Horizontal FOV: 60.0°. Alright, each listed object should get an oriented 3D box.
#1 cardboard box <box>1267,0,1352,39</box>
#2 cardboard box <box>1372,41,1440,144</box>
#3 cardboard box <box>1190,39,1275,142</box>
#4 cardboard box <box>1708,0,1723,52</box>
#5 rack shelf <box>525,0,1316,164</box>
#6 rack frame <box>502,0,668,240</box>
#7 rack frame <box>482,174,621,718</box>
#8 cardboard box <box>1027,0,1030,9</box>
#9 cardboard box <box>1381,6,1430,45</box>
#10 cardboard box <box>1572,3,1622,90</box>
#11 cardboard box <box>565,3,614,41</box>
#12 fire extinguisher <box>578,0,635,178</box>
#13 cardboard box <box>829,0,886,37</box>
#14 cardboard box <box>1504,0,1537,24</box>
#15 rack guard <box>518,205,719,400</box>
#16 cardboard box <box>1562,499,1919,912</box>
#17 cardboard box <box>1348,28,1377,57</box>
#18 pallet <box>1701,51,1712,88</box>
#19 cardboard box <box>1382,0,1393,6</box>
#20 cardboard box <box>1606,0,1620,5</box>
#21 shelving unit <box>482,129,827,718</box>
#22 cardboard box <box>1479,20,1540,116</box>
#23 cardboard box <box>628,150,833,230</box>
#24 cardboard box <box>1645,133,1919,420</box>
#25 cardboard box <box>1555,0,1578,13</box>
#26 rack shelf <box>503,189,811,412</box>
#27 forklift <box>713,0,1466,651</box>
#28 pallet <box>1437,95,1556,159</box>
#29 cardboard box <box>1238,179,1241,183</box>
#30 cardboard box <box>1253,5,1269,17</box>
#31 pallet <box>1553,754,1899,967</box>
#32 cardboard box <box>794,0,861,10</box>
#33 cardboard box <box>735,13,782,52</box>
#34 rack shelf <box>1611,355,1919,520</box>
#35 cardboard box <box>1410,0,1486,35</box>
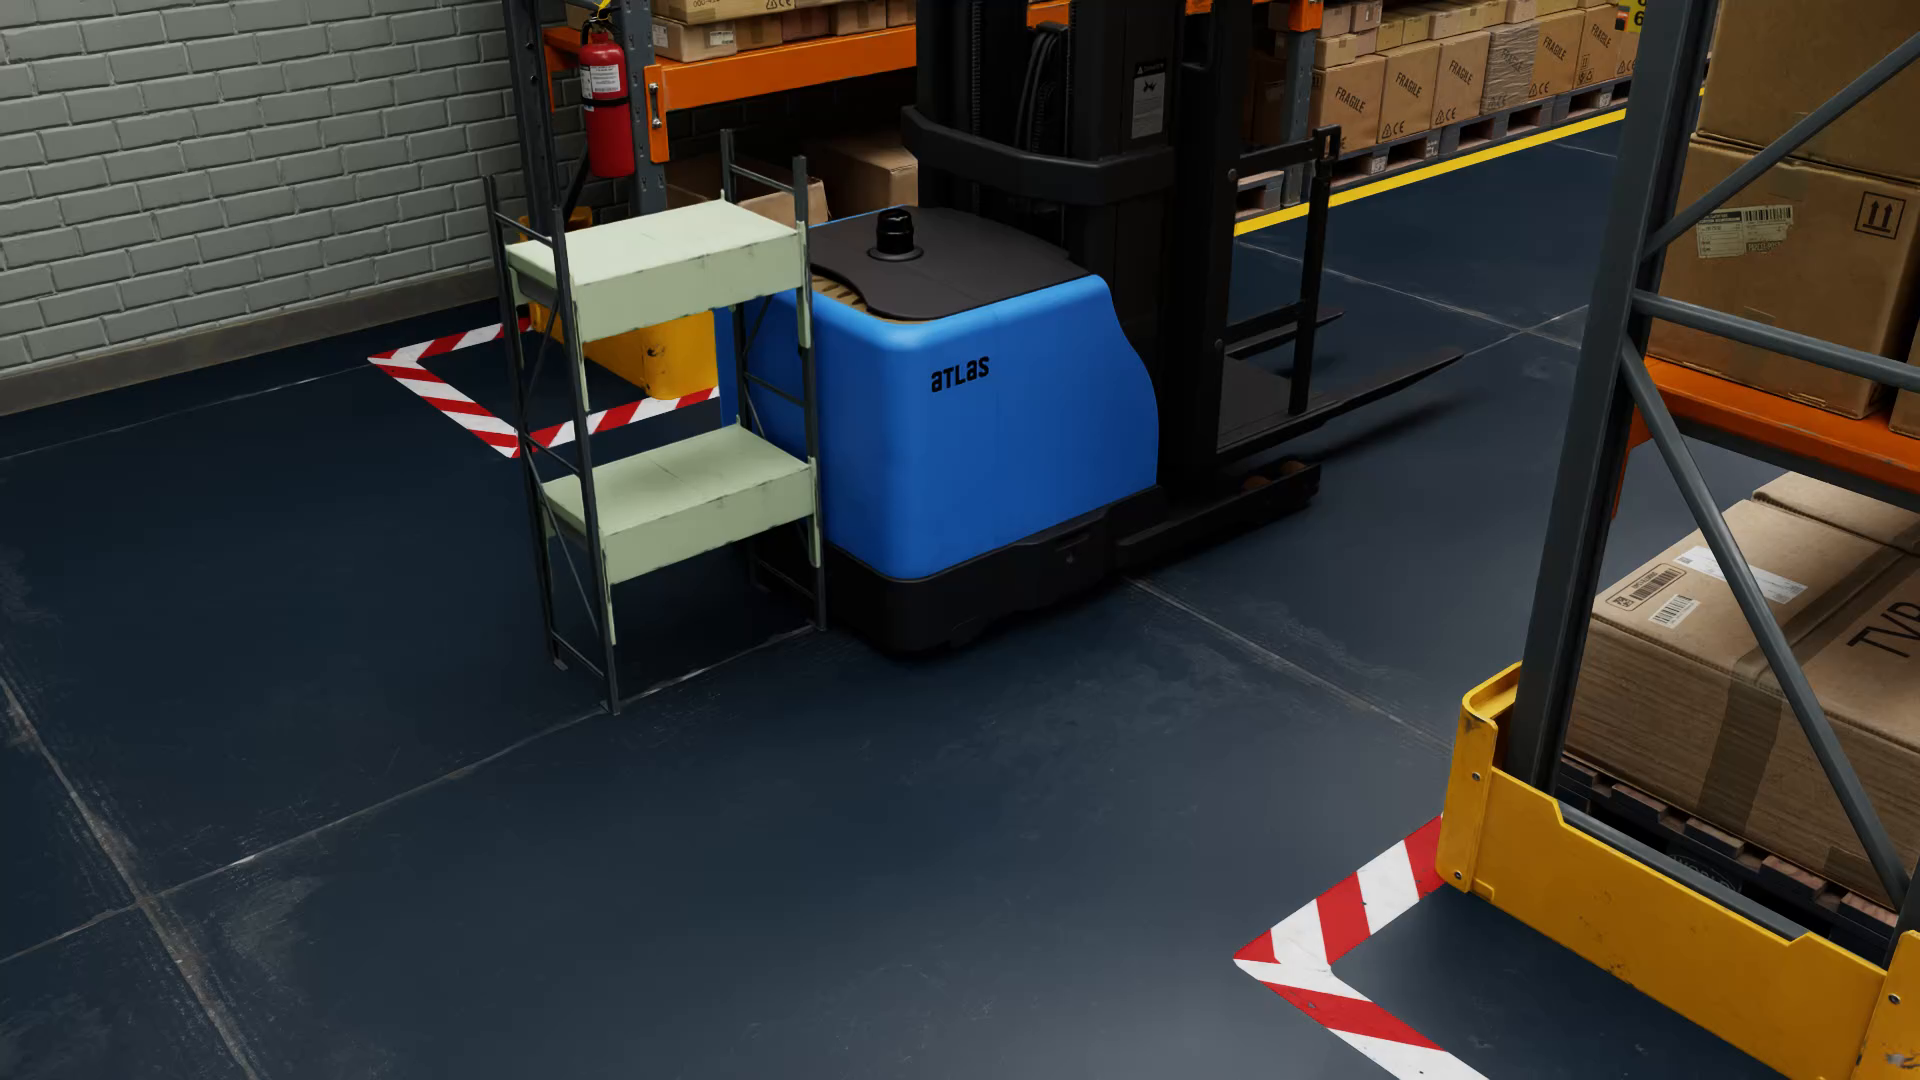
[{"bbox_3d":[1.924,-2.882,9.163,0.250,0.149,0.380,-23,35,-36],"label":"cardboard box"},{"bbox_3d":[2.430,-2.663,9.756,0.500,0.500,0.500,-22,35,-36],"label":"cardboard box"},{"bbox_3d":[1.699,-2.685,9.798,0.500,0.500,0.500,-22,35,-35],"label":"cardboard box"},{"bbox_3d":[5.044,-3.893,11.927,0.625,0.625,0.875,-21,34,-33],"label":"cardboard box"},{"bbox_3d":[-0.004,-2.417,7.853,4.000,0.370,1.077,-22,35,-35],"label":"rack shelf"},{"bbox_3d":[-1.525,-2.122,6.539,0.127,3.000,1.000,-22,35,-35],"label":"rack frame"},{"bbox_3d":[-1.116,-0.225,4.580,0.023,1.500,0.400,-21,35,-34],"label":"rack frame"},{"bbox_3d":[0.102,-2.478,7.471,0.250,0.149,0.380,-21,35,-34],"label":"cardboard box"},{"bbox_3d":[2.511,-3.013,9.724,0.250,0.149,0.380,-23,35,-36],"label":"cardboard box"},{"bbox_3d":[3.991,-3.297,10.943,0.500,0.500,0.500,-23,35,-36],"label":"cardboard box"},{"bbox_3d":[-1.448,-2.209,6.968,0.250,0.149,0.380,-22,35,-35],"label":"cardboard box"},{"bbox_3d":[-1.337,-1.713,6.251,0.183,0.674,0.296,-22,35,-35],"label":"fire extinguisher"},{"bbox_3d":[-0.524,-2.256,7.056,0.250,0.149,0.380,-21,34,-33],"label":"cardboard box"},{"bbox_3d":[3.322,-3.301,10.263,0.250,0.149,0.380,-24,36,-37],"label":"cardboard box"},{"bbox_3d":[-1.468,-1.043,7.172,0.348,0.500,1.175,-22,35,-35],"label":"rack guard"},{"bbox_3d":[2.136,0.363,4.161,0.875,0.438,0.875,-23,36,-37],"label":"cardboard box"},{"bbox_3d":[2.124,-2.842,9.403,0.250,0.149,0.380,-23,36,-36],"label":"cardboard box"},{"bbox_3d":[5.212,-3.578,12.221,1.213,0.211,1.003,-22,35,-35],"label":"pallet"},{"bbox_3d":[2.409,-3.243,10.155,0.250,0.149,0.380,-21,34,-34],"label":"cardboard box"},{"bbox_3d":[4.162,-3.602,10.826,0.250,0.149,0.380,-24,36,-37],"label":"cardboard box"},{"bbox_3d":[-0.835,-0.335,4.786,0.755,1.500,0.431,-21,35,-34],"label":"shelving unit"},{"bbox_3d":[3.211,-2.970,10.332,0.500,0.500,0.500,-23,36,-37],"label":"cardboard box"},{"bbox_3d":[-0.999,-1.360,7.315,0.637,0.503,0.797,-24,36,-37],"label":"cardboard box"},{"bbox_3d":[1.894,-0.630,3.641,0.500,0.500,0.500,-22,35,-35],"label":"cardboard box"},{"bbox_3d":[3.702,-3.473,10.584,0.250,0.149,0.380,-21,34,-34],"label":"cardboard box"},{"bbox_3d":[-0.835,-0.679,4.602,0.720,0.370,0.431,-21,35,-34],"label":"rack shelf"},{"bbox_3d":[0.662,-1.521,5.486,3.031,2.935,1.130,-21,35,-34],"label":"forklift"},{"bbox_3d":[3.040,-2.754,10.679,1.213,0.211,1.003,-22,35,-35],"label":"pallet"},{"bbox_3d":[1.284,-1.998,8.886,0.250,0.149,0.380,-23,36,-36],"label":"cardboard box"},{"bbox_3d":[1.807,-3.013,9.724,0.250,0.149,0.380,-22,35,-35],"label":"cardboard box"},{"bbox_3d":[2.257,0.613,4.378,1.213,0.211,1.003,-22,35,-35],"label":"pallet"},{"bbox_3d":[-0.622,-2.384,6.872,0.500,0.250,0.500,-21,35,-34],"label":"cardboard box"},{"bbox_3d":[-0.934,-2.108,6.779,0.250,0.149,0.380,-21,35,-34],"label":"cardboard box"},{"bbox_3d":[3.221,-0.638,4.525,4.000,0.370,1.077,-22,35,-35],"label":"rack shelf"},{"bbox_3d":[2.916,-3.151,9.982,0.250,0.149,0.380,-20,34,-33],"label":"cardboard box"}]
